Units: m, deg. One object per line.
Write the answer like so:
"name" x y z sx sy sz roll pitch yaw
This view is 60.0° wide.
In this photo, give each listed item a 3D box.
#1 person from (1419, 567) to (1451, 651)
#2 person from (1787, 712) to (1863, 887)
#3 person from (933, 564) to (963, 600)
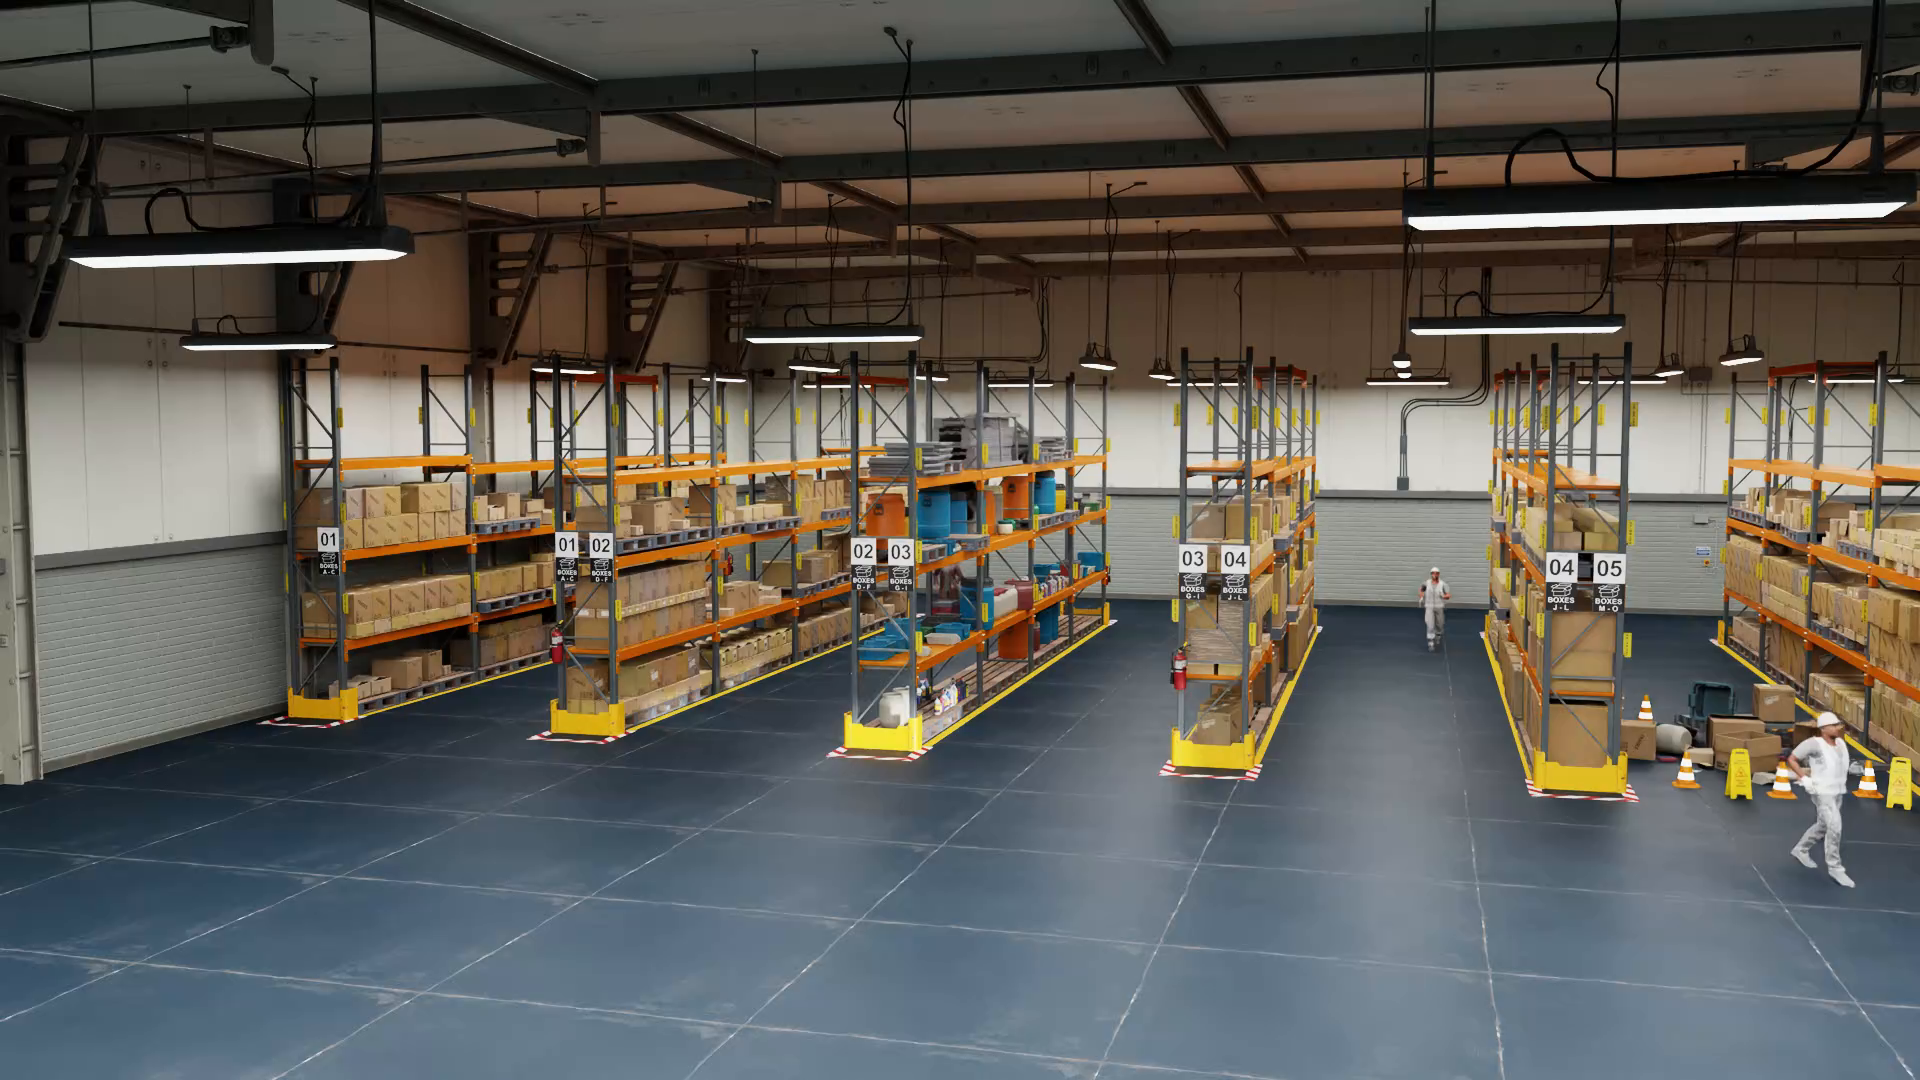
"person" 10.188 1.466 35.698 0.661 1.765 1.003 1 4 15
"person" 9.416 2.775 18.087 0.667 1.817 0.818 -2 5 -30
"person" -0.302 1.210 39.832 0.757 1.765 0.803 1 4 10
